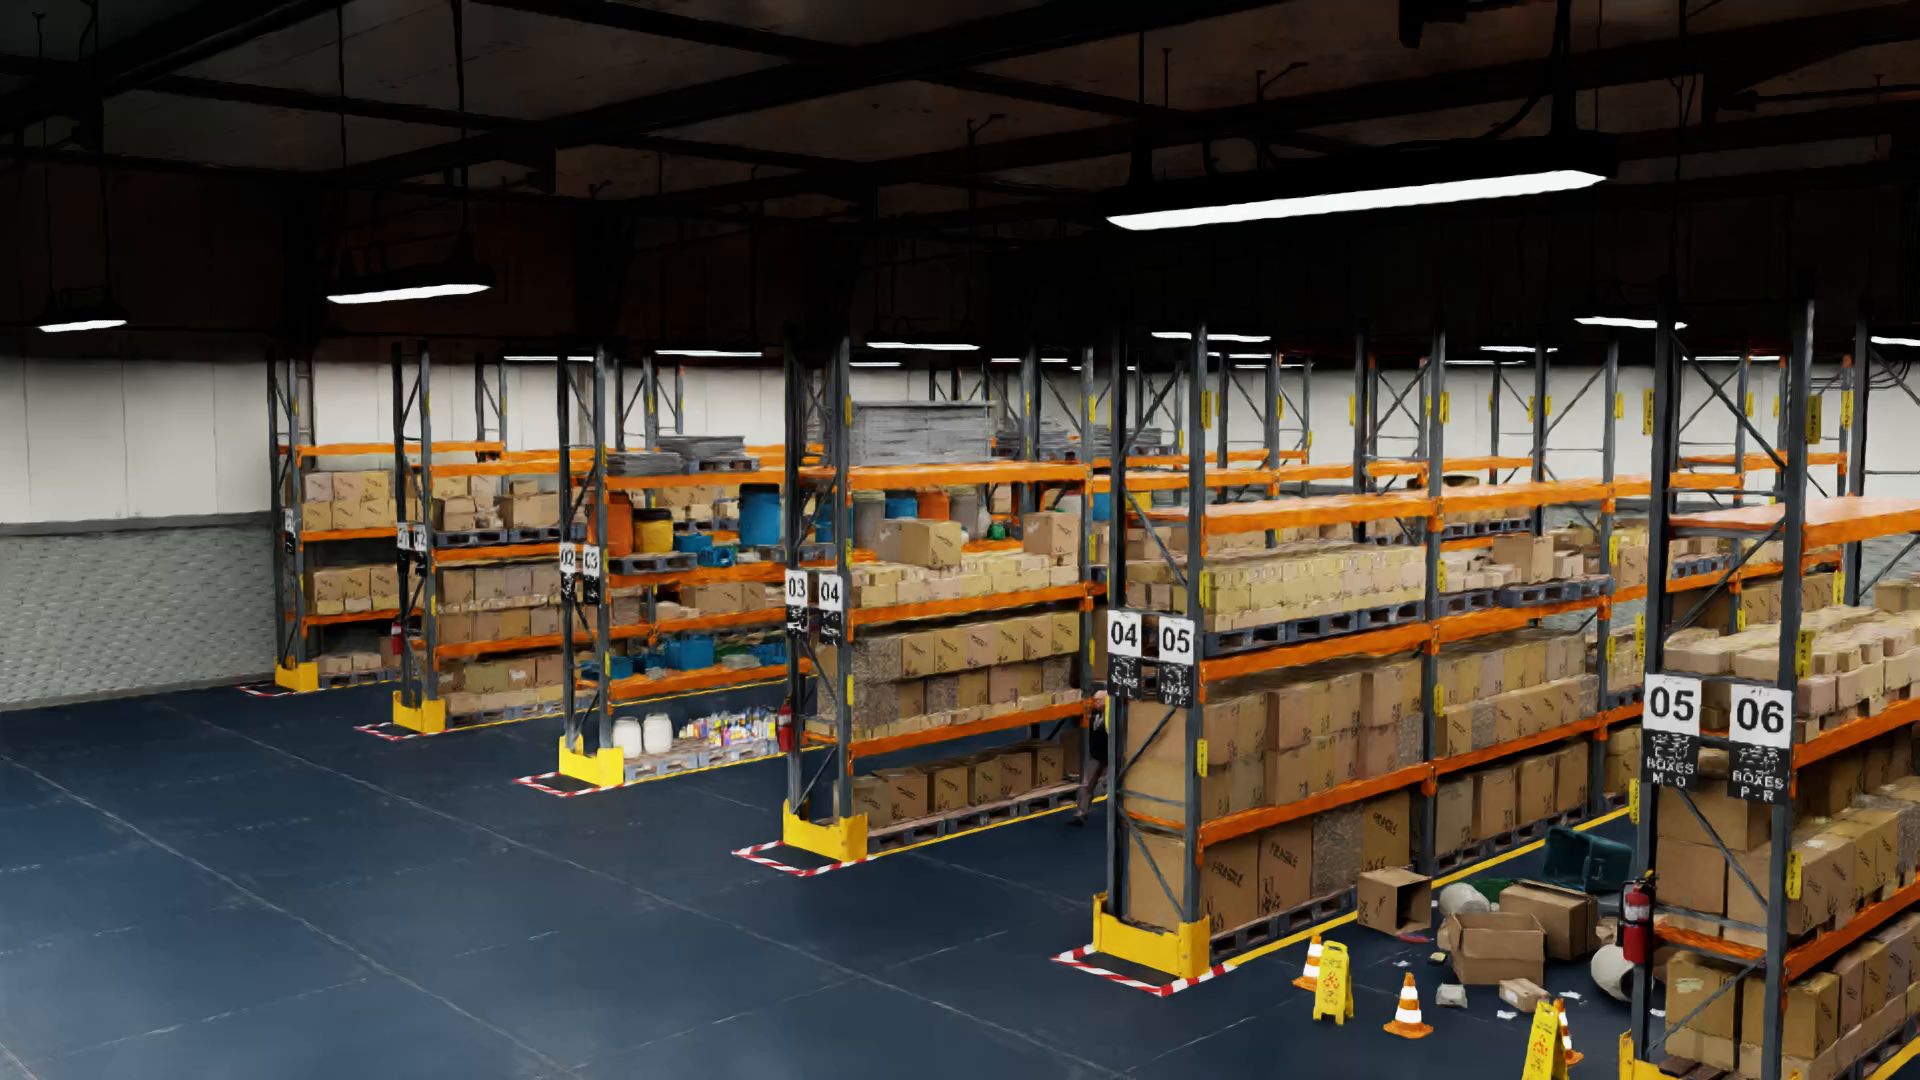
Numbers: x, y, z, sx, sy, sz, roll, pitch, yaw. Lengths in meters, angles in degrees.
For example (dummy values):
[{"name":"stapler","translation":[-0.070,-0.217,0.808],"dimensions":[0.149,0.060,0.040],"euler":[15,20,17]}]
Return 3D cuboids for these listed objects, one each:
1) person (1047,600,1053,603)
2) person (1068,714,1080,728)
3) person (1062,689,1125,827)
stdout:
[{"name":"person","translation":[1.992,1.416,34.031],"dimensions":[0.592,1.629,0.531],"euler":[5,7,43]},{"name":"person","translation":[1.839,2.255,24.487],"dimensions":[0.592,1.604,0.513],"euler":[5,7,44]},{"name":"person","translation":[1.805,2.575,20.032],"dimensions":[0.543,1.598,0.950],"euler":[5,7,44]}]
